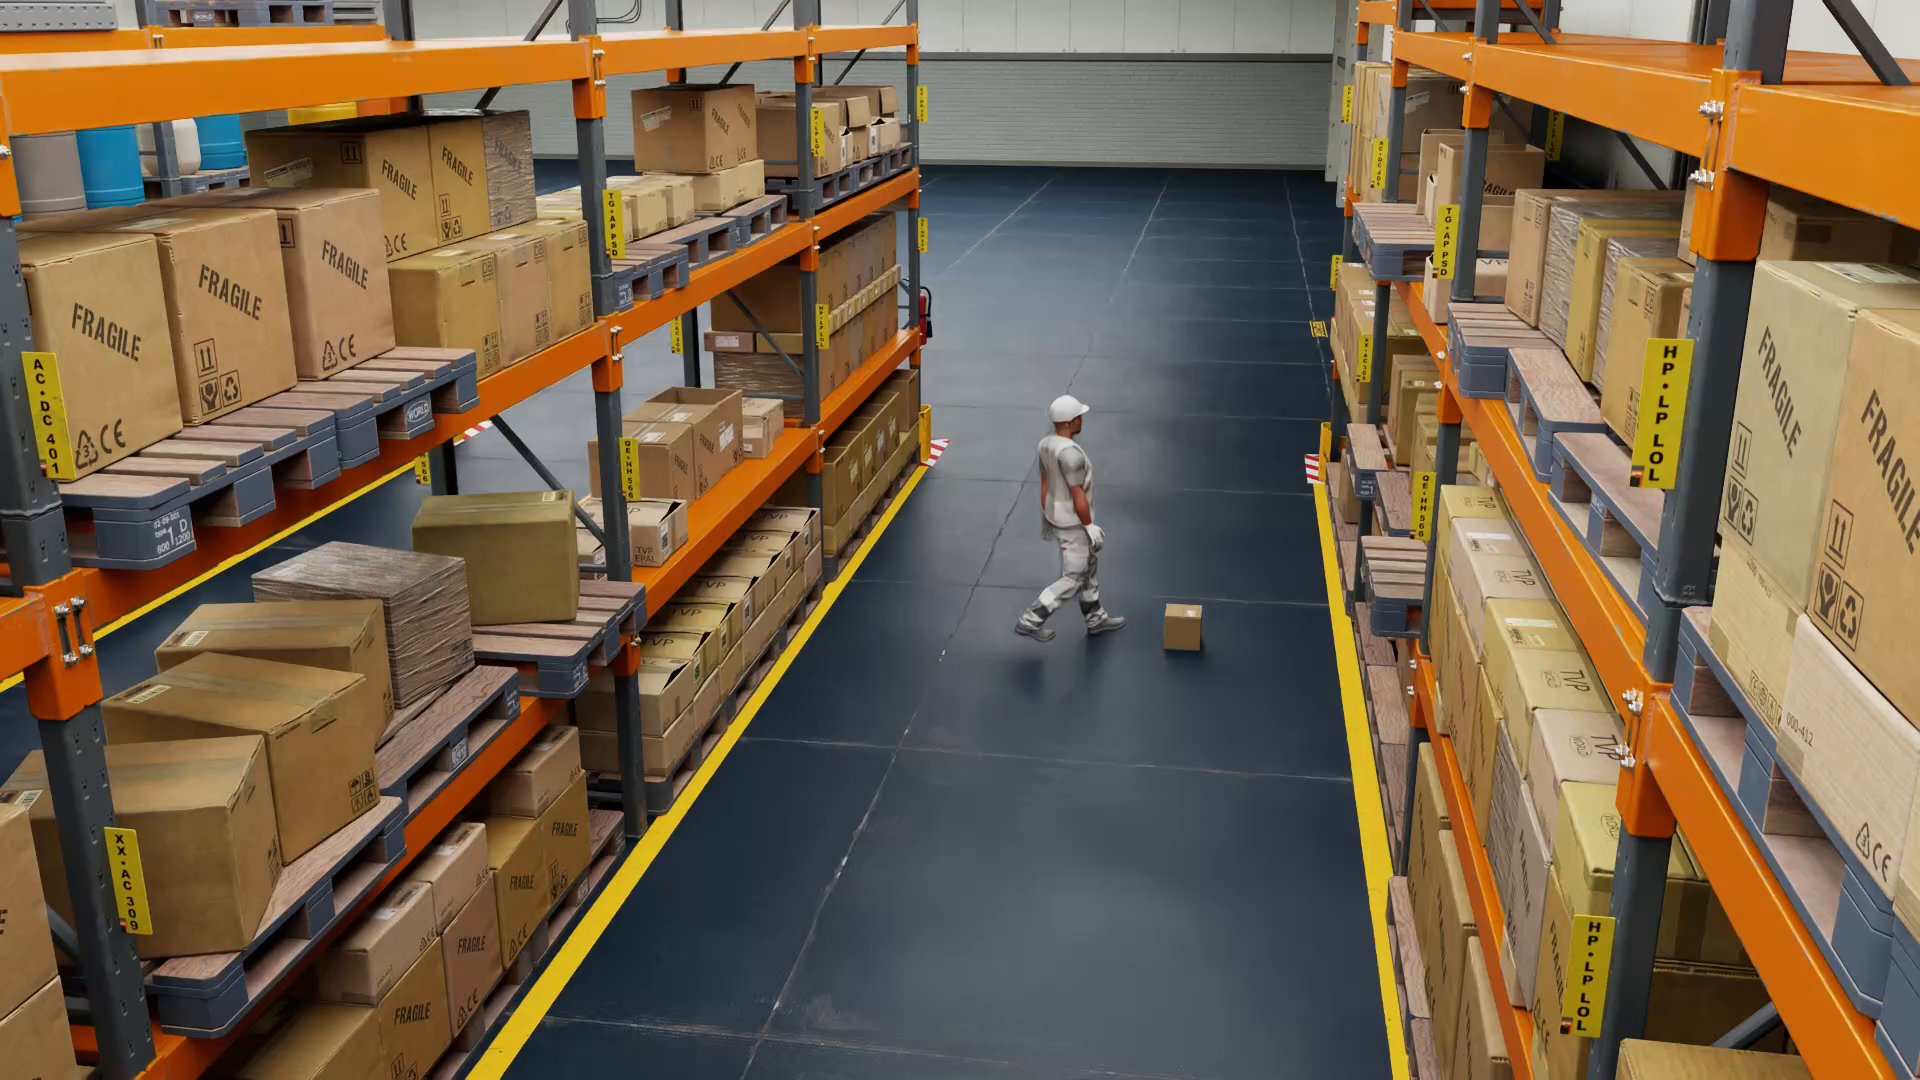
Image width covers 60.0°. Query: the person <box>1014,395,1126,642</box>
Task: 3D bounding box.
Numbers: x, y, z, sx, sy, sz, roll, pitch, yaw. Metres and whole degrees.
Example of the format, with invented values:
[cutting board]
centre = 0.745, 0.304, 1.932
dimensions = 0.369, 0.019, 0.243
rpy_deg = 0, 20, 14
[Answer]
[person]
centre = 0.783, -0.129, 11.419
dimensions = 0.910, 1.764, 0.548
rpy_deg = -4, 18, -13
